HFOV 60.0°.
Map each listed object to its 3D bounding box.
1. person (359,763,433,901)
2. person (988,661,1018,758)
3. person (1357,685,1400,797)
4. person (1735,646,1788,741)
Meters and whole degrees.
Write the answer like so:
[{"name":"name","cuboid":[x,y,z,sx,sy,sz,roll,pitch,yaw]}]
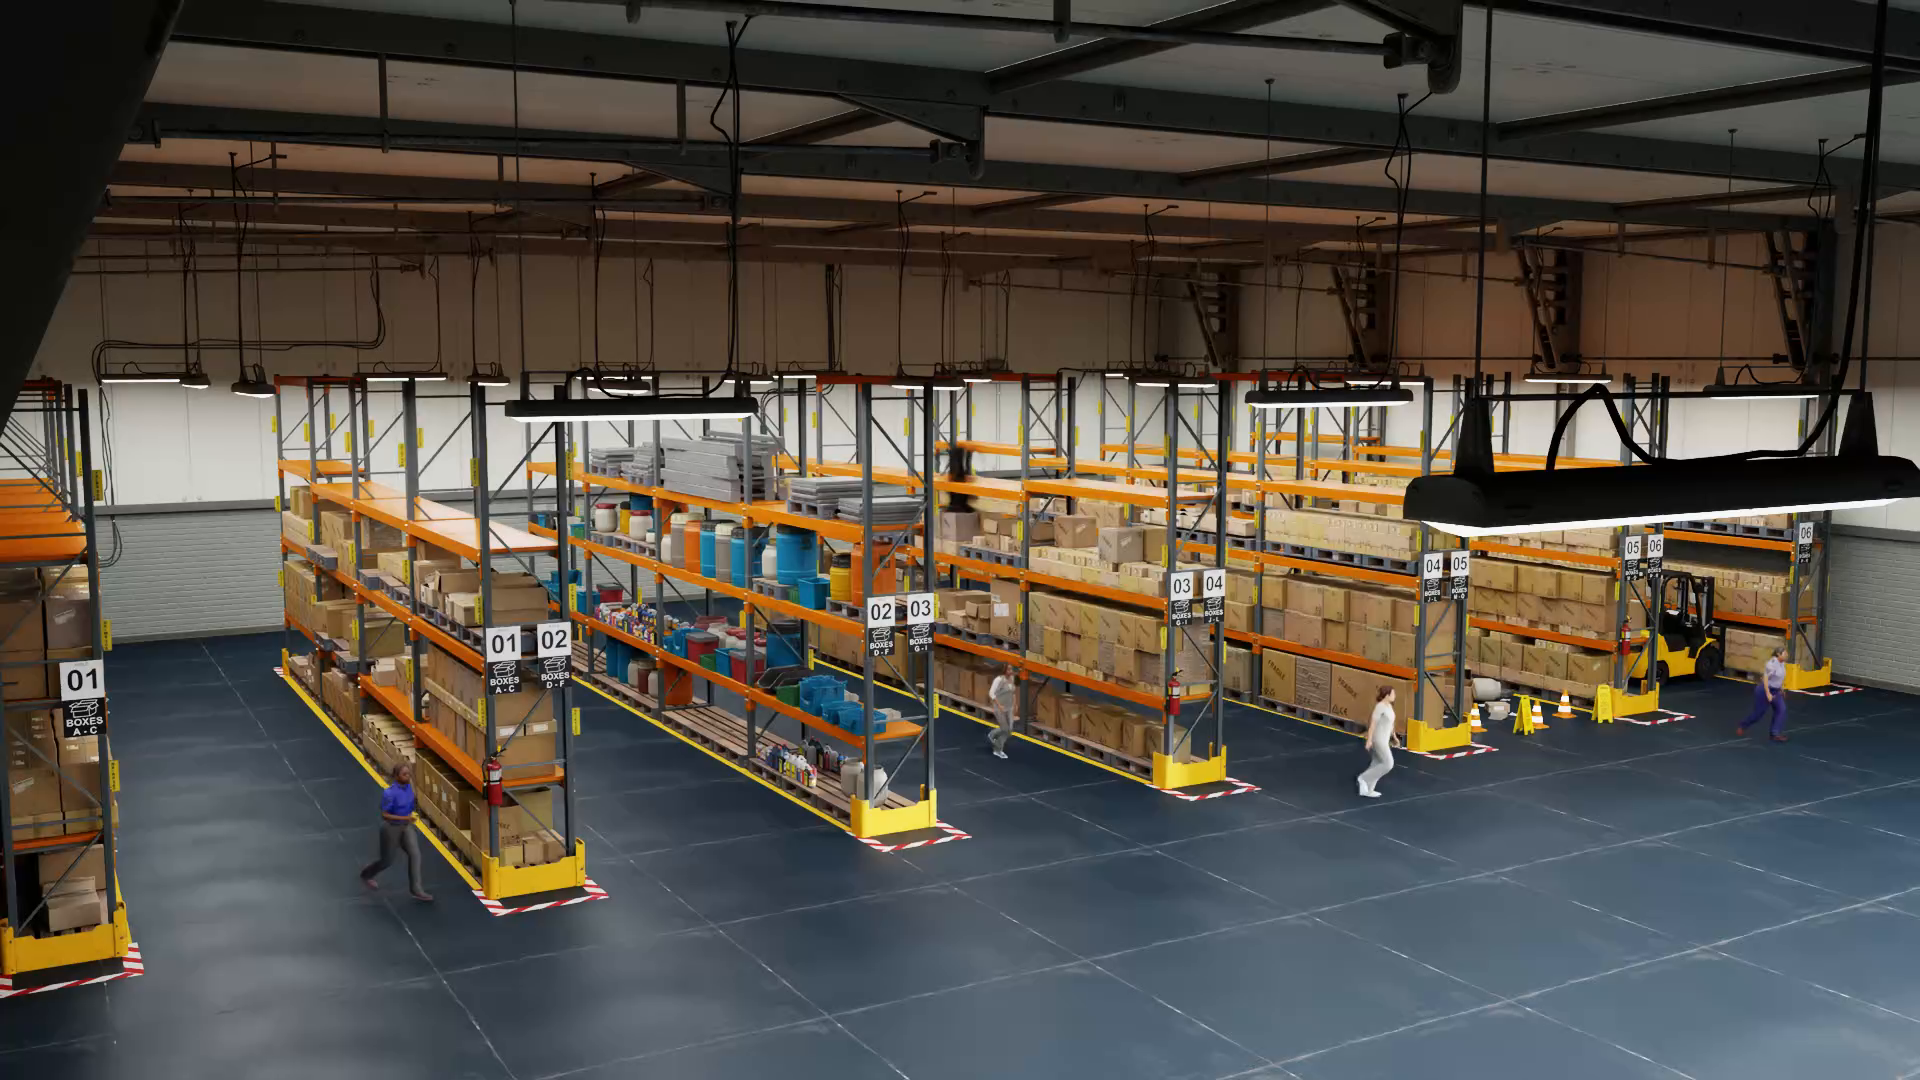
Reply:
[{"name":"person","cuboid":[-6.609,3.382,19.401,0.990,1.621,0.548,3,7,27]},{"name":"person","cuboid":[0.637,2.684,26.486,0.535,1.555,0.541,-5,8,-37]},{"name":"person","cuboid":[6.035,2.897,23.979,0.533,1.640,0.569,3,7,27]},{"name":"person","cuboid":[13.415,2.530,27.733,0.656,1.561,0.802,-6,8,-42]}]
